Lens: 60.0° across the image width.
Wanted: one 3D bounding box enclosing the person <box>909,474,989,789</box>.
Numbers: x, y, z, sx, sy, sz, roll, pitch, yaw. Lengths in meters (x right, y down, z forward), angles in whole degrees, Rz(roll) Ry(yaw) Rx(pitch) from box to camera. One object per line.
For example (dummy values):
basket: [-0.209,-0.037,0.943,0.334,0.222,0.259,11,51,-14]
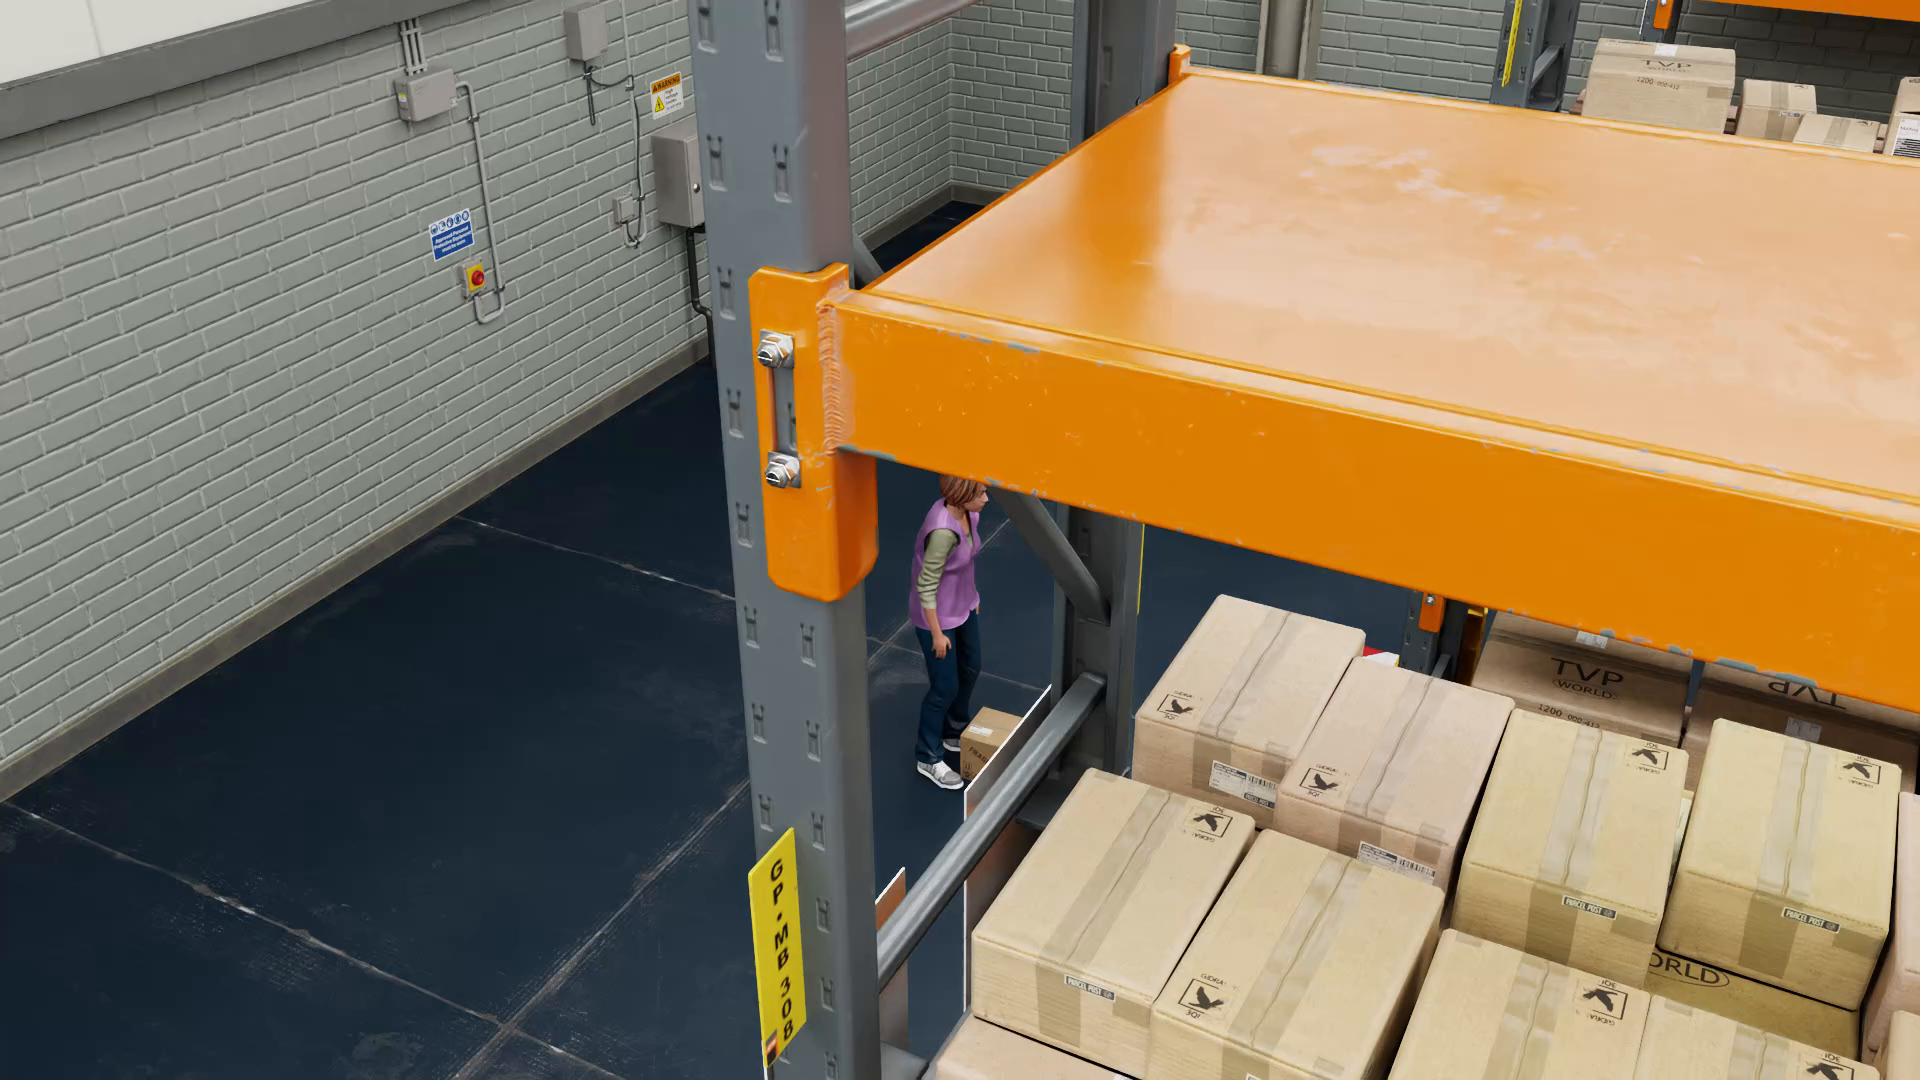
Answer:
person: [-0.032,0.357,7.546,0.377,1.581,0.484,12,33,20]
